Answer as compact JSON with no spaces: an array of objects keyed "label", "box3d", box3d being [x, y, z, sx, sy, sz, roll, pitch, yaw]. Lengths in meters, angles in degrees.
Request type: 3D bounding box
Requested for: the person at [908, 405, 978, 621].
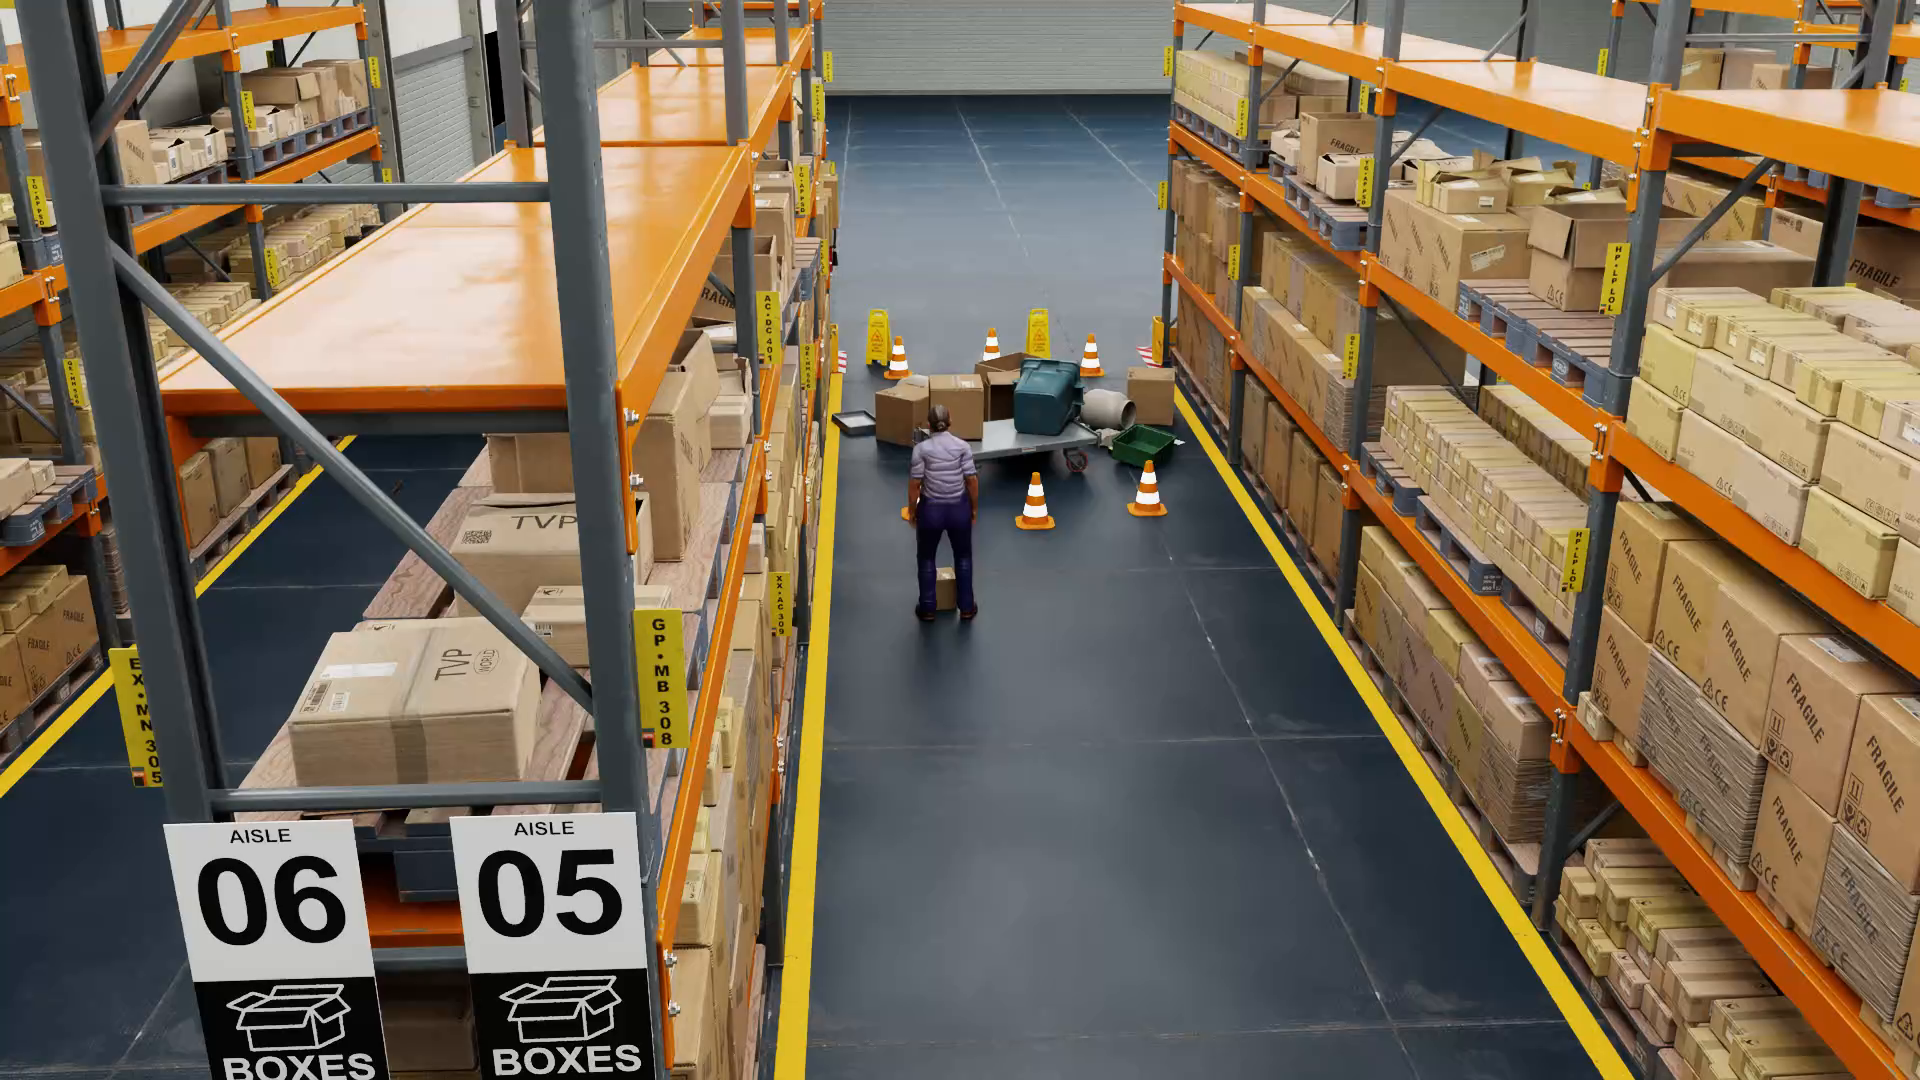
[{"label":"person","box3d":[-0.119,-0.193,12.425,0.542,1.651,0.369,-3,21,-7]}]
